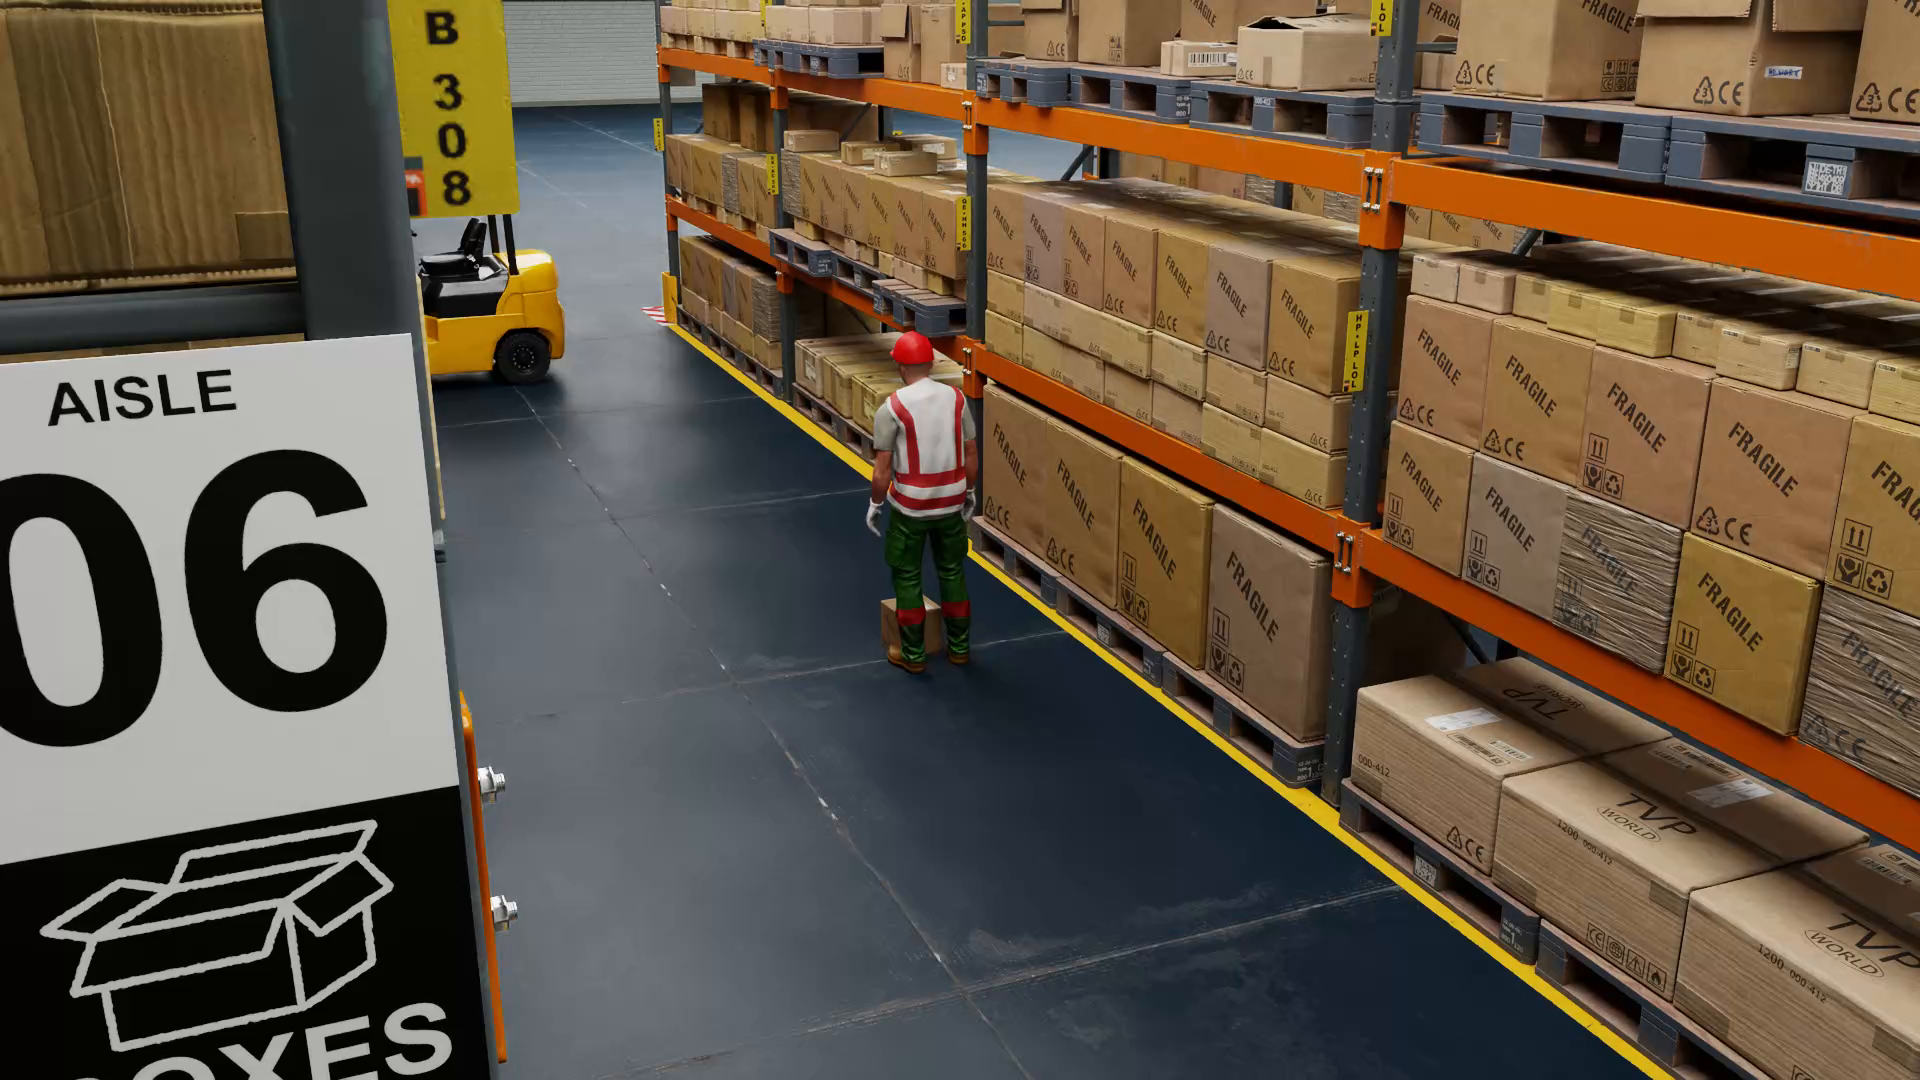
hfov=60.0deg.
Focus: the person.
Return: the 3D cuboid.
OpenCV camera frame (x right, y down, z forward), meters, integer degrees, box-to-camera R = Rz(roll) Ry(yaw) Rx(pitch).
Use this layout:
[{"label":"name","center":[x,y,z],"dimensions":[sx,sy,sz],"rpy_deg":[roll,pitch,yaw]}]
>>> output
[{"label":"person","center":[-0.185,-0.190,8.603],"dimensions":[0.619,1.779,0.455],"rpy_deg":[-8,20,-22]}]
